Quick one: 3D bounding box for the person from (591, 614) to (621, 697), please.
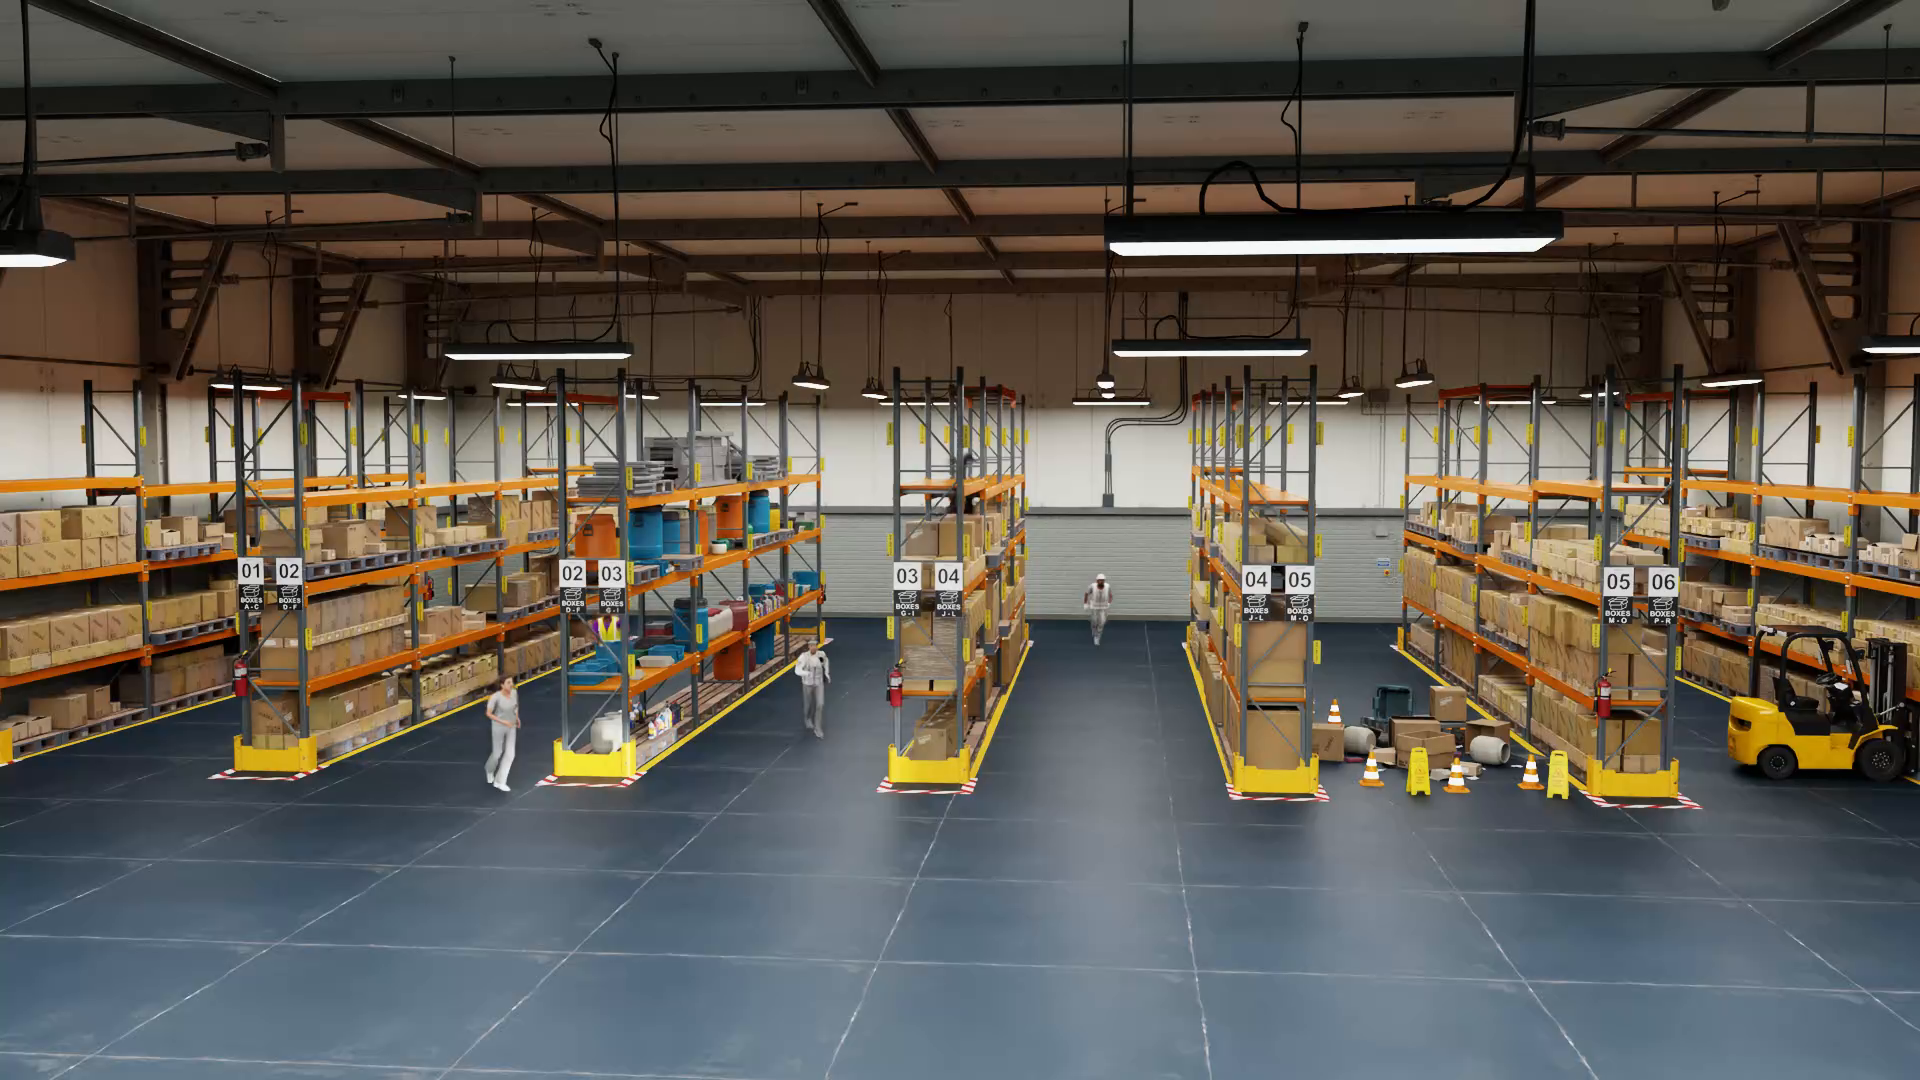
[{"bbox_3d":[-6.791,2.129,32.135,0.651,1.811,0.832,1,4,10],"label":"person"}]

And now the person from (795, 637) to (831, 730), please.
[{"bbox_3d":[-2.478,2.386,27.939,0.610,1.573,0.917,-1,4,-13],"label":"person"}]

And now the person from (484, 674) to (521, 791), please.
[{"bbox_3d":[-6.566,2.713,23.780,0.567,1.657,0.751,-3,5,-39],"label":"person"}]

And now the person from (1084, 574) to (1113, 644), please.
[{"bbox_3d":[3.347,1.658,40.141,0.676,1.709,0.700,-1,4,-11],"label":"person"}]
